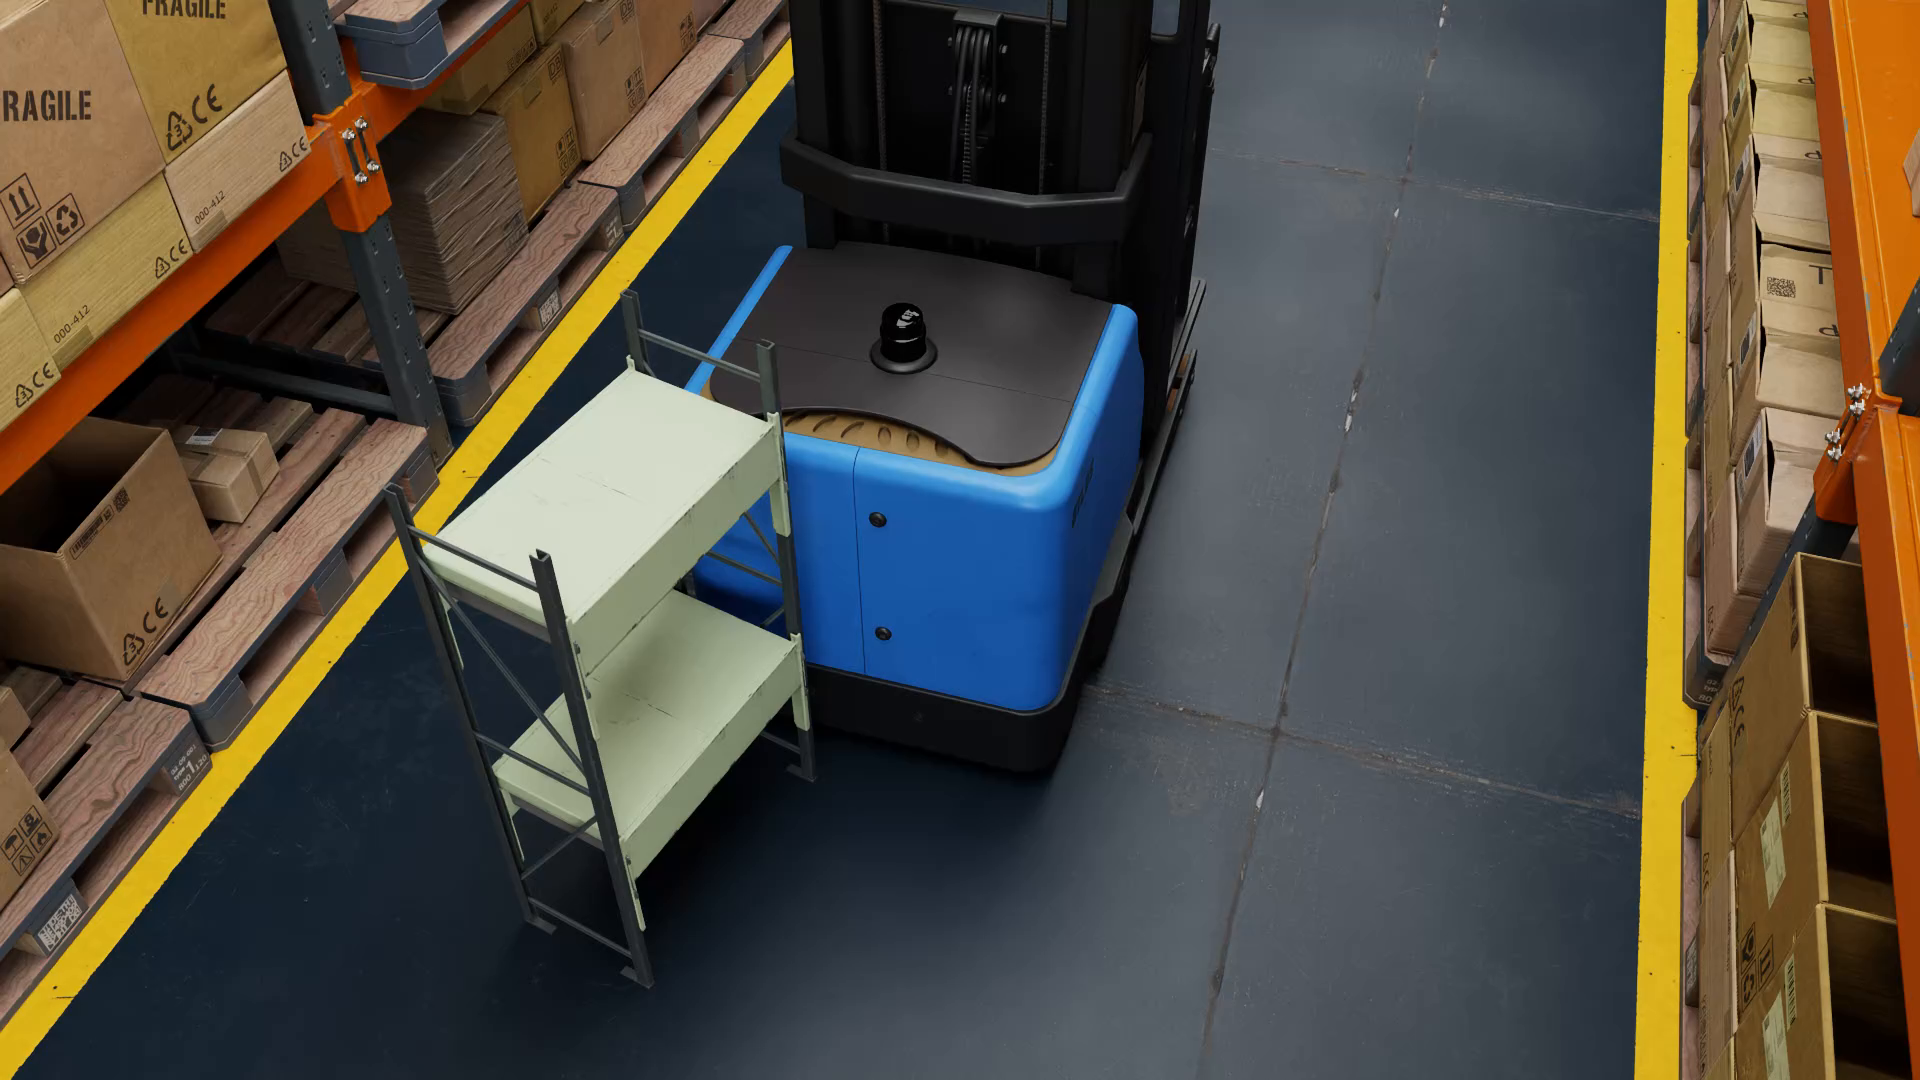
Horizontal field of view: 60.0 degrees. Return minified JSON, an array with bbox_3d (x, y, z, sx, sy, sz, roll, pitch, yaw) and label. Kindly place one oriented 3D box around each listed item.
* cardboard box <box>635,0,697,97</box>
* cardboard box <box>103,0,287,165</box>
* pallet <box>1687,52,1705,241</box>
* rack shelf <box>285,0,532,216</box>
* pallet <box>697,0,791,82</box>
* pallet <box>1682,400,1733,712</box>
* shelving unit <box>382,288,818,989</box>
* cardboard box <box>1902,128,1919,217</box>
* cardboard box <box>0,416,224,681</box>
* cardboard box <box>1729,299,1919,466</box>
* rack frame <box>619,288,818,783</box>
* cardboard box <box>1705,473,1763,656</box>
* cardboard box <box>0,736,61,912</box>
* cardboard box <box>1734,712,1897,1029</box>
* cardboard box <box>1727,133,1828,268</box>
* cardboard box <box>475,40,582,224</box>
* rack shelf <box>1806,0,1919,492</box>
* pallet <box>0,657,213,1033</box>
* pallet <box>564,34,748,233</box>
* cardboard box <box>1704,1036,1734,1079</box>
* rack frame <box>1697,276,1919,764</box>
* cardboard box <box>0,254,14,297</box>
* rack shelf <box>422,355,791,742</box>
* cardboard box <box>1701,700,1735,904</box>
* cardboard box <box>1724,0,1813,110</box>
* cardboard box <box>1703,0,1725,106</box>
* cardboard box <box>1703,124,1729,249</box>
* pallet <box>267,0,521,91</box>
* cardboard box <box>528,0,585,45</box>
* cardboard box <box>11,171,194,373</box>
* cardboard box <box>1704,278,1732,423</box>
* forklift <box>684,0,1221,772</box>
[{"bbox_3d":[-1.528,-2.218,6.844,0.700,0.500,0.500,12,46,12],"label":"cardboard box"},{"bbox_3d":[-2.030,-1.275,3.965,0.500,0.500,0.500,12,46,12],"label":"cardboard box"},{"bbox_3d":[3.466,-1.517,6.649,1.003,0.211,1.213,13,46,13],"label":"pallet"},{"bbox_3d":[-1.575,-2.510,6.185,1.077,0.370,4.000,13,46,13],"label":"rack shelf"},{"bbox_3d":[-1.208,-2.584,7.739,1.003,0.211,1.213,13,46,13],"label":"pallet"},{"bbox_3d":[2.727,0.109,4.987,1.003,0.211,1.213,13,46,13],"label":"pallet"},{"bbox_3d":[-0.754,0.278,3.894,0.431,1.500,0.755,22,48,21],"label":"shelving unit"},{"bbox_3d":[2.632,-0.965,4.187,0.396,0.266,0.258,12,46,12],"label":"cardboard box"},{"bbox_3d":[-2.457,0.002,4.576,0.500,0.500,0.500,9,45,9],"label":"cardboard box"},{"bbox_3d":[2.542,-0.434,4.814,0.500,0.311,0.500,14,46,14],"label":"cardboard box"},{"bbox_3d":[-0.571,0.056,4.120,0.400,1.500,0.023,22,48,21],"label":"rack frame"},{"bbox_3d":[2.390,0.107,4.662,0.500,0.250,0.500,12,46,12],"label":"cardboard box"},{"bbox_3d":[-2.655,0.667,3.896,0.700,0.500,0.500,10,45,10],"label":"cardboard box"},{"bbox_3d":[1.958,0.755,3.464,0.500,0.500,0.500,13,46,13],"label":"cardboard box"},{"bbox_3d":[2.851,-1.101,5.495,0.500,0.311,0.500,12,46,12],"label":"cardboard box"},{"bbox_3d":[-1.865,-1.548,6.159,0.700,0.500,0.500,12,46,12],"label":"cardboard box"},{"bbox_3d":[3.147,-1.464,5.116,1.077,0.370,4.000,13,46,13],"label":"rack shelf"},{"bbox_3d":[-2.718,0.833,4.248,1.003,0.211,1.213,13,46,13],"label":"pallet"},{"bbox_3d":[-1.579,-1.773,6.911,1.003,0.211,1.213,13,46,13],"label":"pallet"},{"bbox_3d":[1.799,1.354,3.387,0.500,0.250,0.500,13,46,13],"label":"cardboard box"},{"bbox_3d":[2.541,-0.388,3.502,1.000,3.000,0.127,13,46,13],"label":"rack frame"},{"bbox_3d":[-2.338,-0.608,3.284,0.500,0.500,0.500,11,46,11],"label":"cardboard box"},{"bbox_3d":[-0.754,-0.001,3.621,0.431,0.370,0.720,22,48,21],"label":"rack shelf"},{"bbox_3d":[2.112,0.690,4.066,0.500,0.250,0.500,13,46,13],"label":"cardboard box"},{"bbox_3d":[3.163,-1.783,6.192,0.500,0.311,0.500,11,46,12],"label":"cardboard box"},{"bbox_3d":[3.314,-1.934,6.748,0.500,0.250,0.500,12,46,12],"label":"cardboard box"},{"bbox_3d":[3.011,-1.251,6.050,0.500,0.250,0.500,11,46,11],"label":"cardboard box"},{"bbox_3d":[-1.811,-1.845,5.127,1.003,0.211,1.213,13,46,13],"label":"pallet"},{"bbox_3d":[-1.690,-2.102,6.190,0.500,0.250,0.500,11,46,11],"label":"cardboard box"},{"bbox_3d":[-2.194,-0.678,3.891,0.500,0.250,0.500,13,46,13],"label":"cardboard box"},{"bbox_3d":[2.700,-0.571,5.354,0.500,0.250,0.500,13,46,13],"label":"cardboard box"},{"bbox_3d":[0.182,-1.469,4.656,1.130,2.935,3.031,12,46,12],"label":"forklift"}]
